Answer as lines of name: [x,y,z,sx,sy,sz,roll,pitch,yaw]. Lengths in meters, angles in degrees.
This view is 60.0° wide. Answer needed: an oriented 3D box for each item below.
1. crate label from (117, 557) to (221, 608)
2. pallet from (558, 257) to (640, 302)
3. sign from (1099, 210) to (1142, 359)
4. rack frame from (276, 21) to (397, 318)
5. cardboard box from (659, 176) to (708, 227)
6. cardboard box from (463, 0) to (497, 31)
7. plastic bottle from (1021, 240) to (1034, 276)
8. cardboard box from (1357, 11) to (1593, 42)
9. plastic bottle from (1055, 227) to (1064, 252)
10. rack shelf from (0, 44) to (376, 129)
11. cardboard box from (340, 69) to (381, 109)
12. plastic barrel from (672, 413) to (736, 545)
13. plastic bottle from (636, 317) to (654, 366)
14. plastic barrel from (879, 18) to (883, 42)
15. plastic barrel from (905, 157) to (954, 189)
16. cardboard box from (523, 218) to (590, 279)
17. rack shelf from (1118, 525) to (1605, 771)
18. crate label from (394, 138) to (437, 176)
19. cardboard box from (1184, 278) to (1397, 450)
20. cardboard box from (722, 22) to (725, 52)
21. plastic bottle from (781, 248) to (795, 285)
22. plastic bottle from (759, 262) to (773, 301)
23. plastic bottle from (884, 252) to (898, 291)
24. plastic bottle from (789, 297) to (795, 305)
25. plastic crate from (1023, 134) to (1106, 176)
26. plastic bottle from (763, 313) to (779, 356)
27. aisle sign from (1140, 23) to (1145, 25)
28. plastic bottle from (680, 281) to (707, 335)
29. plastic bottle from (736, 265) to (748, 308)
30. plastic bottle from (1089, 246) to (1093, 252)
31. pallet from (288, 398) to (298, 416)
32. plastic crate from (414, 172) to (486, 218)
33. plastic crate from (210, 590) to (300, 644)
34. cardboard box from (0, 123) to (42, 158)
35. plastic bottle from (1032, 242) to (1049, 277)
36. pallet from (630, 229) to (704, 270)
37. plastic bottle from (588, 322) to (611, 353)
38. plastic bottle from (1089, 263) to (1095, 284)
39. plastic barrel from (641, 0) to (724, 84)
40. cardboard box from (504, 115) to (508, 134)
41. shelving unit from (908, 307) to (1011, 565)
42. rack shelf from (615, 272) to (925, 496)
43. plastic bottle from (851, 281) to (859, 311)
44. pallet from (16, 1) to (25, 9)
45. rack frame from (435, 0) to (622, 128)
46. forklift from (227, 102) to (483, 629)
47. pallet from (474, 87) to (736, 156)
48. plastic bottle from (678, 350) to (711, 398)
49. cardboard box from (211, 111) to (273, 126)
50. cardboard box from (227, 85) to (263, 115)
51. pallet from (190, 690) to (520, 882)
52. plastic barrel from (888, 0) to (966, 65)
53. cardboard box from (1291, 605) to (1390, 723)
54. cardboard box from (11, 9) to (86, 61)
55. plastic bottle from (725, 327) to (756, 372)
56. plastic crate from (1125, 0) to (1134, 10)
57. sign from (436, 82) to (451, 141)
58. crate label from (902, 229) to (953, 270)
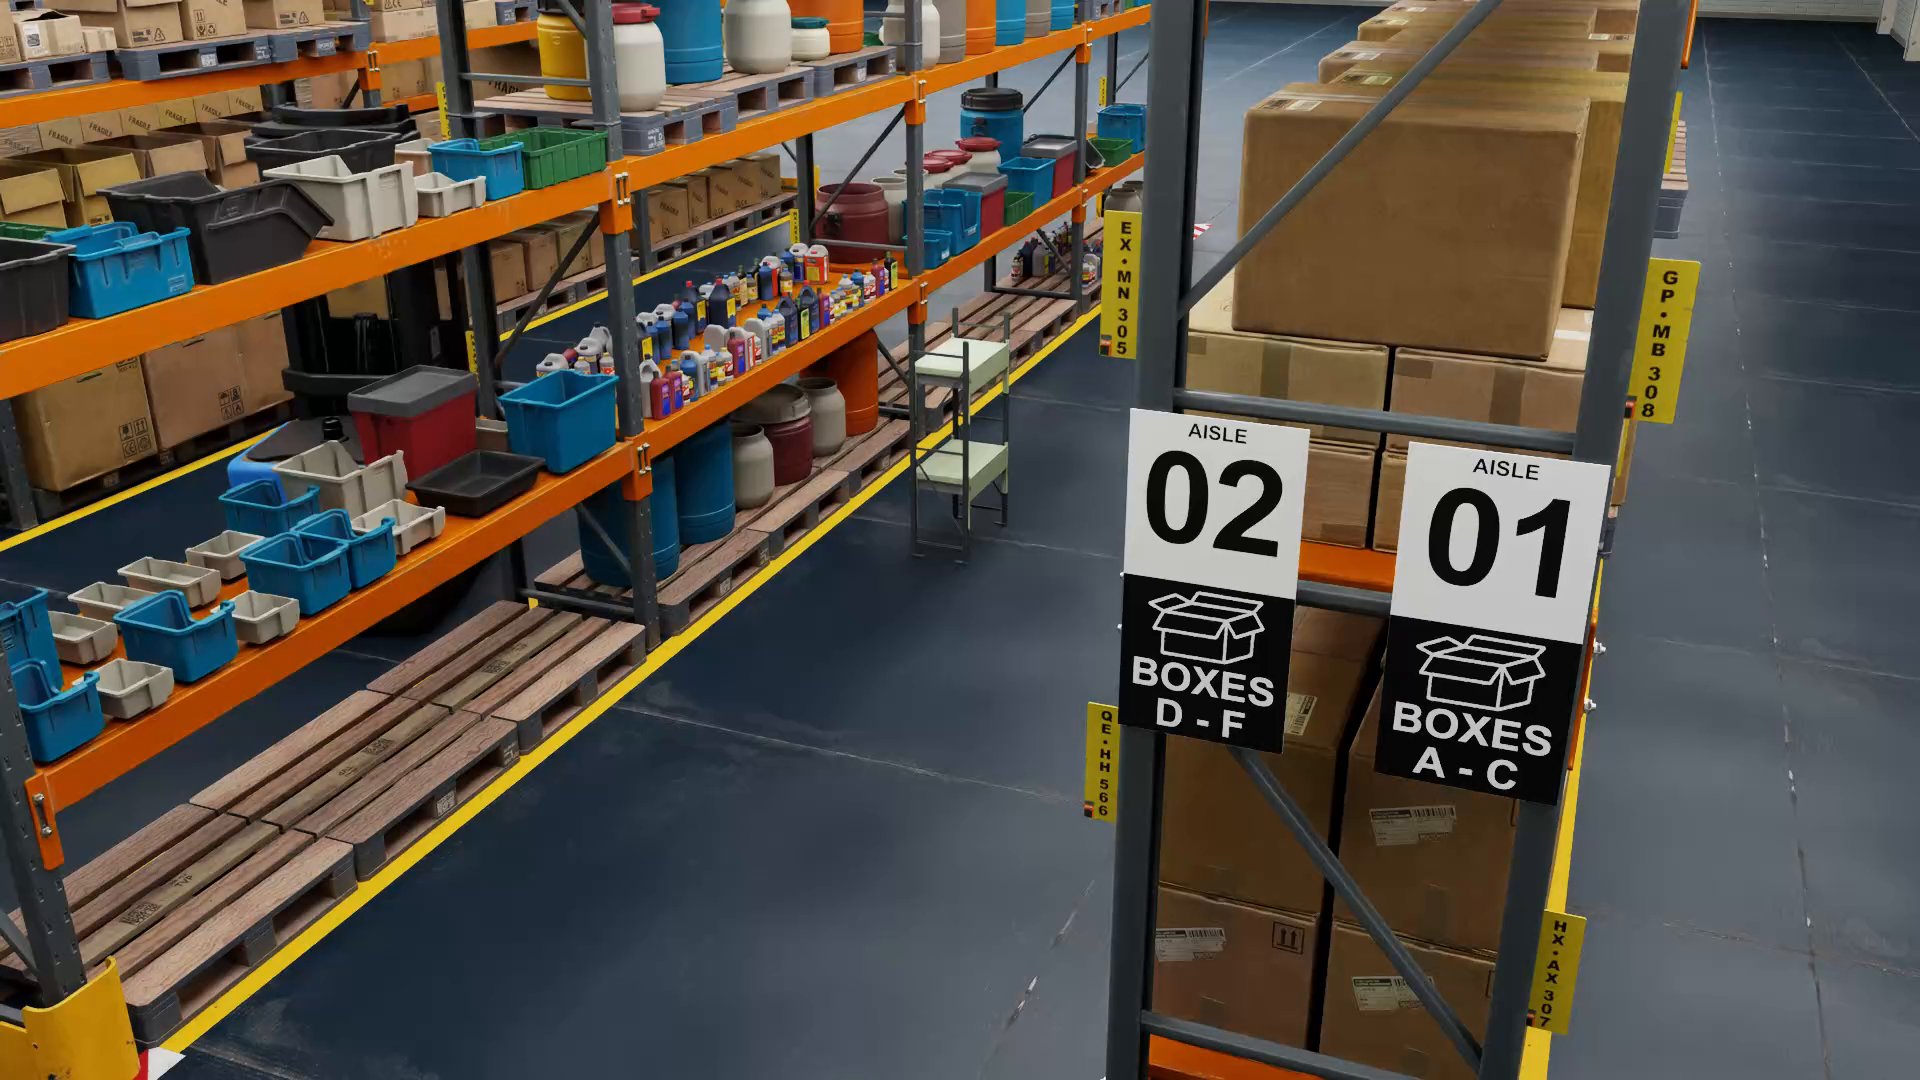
crate label: [-3.393,0.182,7.186,0.396,0.136,0.243,9,24,20]
pallet: [-4.159,-2.827,17.744,1.003,0.211,1.213,9,24,20]
sign: [0.360,-0.558,3.654,0.100,0.325,0.005,9,24,20]
rack frame: [-5.357,-2.961,14.447,1.000,3.000,0.127,9,24,20]
cardboard box: [-3.322,-4.010,19.656,0.500,0.500,0.500,7,24,15]
cardboard box: [-4.573,-4.777,15.097,0.500,0.250,0.500,9,24,21]
plastic bottle: [0.699,-2.936,17.253,0.144,0.351,0.185,8,24,19]
cardboard box: [1.711,-1.484,5.592,0.700,0.500,0.500,9,24,20]
plastic bottle: [1.086,-3.296,18.219,0.097,0.271,0.097,0,23,0]
rack shelf: [-6.099,-3.298,12.295,1.077,0.370,4.000,9,24,20]
cardboard box: [-7.819,-5.718,20.853,0.875,0.550,0.550,9,24,20]
plastic barrel: [-1.763,-0.492,10.713,0.600,0.901,0.708,9,24,20]
plastic bottle: [-2.004,-1.219,10.341,0.144,0.351,0.185,9,24,20]
plastic barrel: [-0.502,-4.061,13.368,0.301,0.262,0.301,0,23,0]
plastic barrel: [-0.264,-3.018,14.407,0.433,0.535,0.433,0,23,0]
cardboard box: [-4.313,-3.058,17.351,0.700,0.500,0.500,9,24,20]
rack shelf: [1.611,-0.447,5.469,1.077,0.370,4.000,9,24,20]
crate label: [-2.694,-1.949,8.475,0.293,0.136,0.466,9,24,20]
cardboard box: [0.822,-0.445,4.077,0.500,0.250,0.500,9,24,20]
cardboard box: [-2.922,-5.701,19.193,0.500,0.500,0.500,9,24,20]
plastic bottle: [-1.287,-2.047,12.425,0.097,0.271,0.097,0,23,0]
plastic bottle: [-1.403,-1.872,12.008,0.097,0.271,0.097,0,23,0]
plastic bottle: [-0.512,-1.992,12.280,0.061,0.283,0.133,9,24,20]
plastic bottle: [-1.111,-1.478,11.049,0.061,0.283,0.133,9,24,20]
plastic crate: [1.040,-3.824,16.594,0.767,0.338,0.504,9,24,20]
plastic bottle: [-1.220,-1.324,10.696,0.097,0.271,0.097,0,23,0]
aisle sign: [1.968,-6.382,19.265,0.394,0.787,0.004,9,24,20]
plastic bottle: [-1.797,-1.568,11.176,0.144,0.351,0.185,9,24,20]
plastic bottle: [-1.569,-1.800,11.819,0.061,0.283,0.133,9,24,20]
plastic bottle: [1.355,-2.926,17.333,0.097,0.271,0.097,0,23,0]
pallet: [-5.719,-1.403,14.335,1.003,0.211,1.213,9,24,20]
plastic crate: [-2.363,-1.573,7.576,0.293,0.136,0.466,9,24,20]
plastic crate: [-2.884,0.318,6.862,0.250,0.136,0.298,9,24,20]
cardboard box: [-9.507,-3.876,16.507,0.500,0.500,0.500,9,24,21]
plastic bottle: [0.833,-2.915,17.204,0.144,0.351,0.185,9,24,20]
pallet: [-3.654,-3.351,18.999,1.003,0.211,1.213,9,24,20]
plastic bottle: [-2.206,-1.174,10.232,0.144,0.351,0.185,9,24,20]
plastic bottle: [1.329,-2.719,16.928,0.097,0.201,0.097,0,23,0]
plastic barrel: [-1.752,-3.263,10.082,0.600,0.901,0.708,9,24,20]
cardboard box: [-4.429,-4.000,16.257,0.797,0.503,0.637,11,25,25]
shelving unit: [0.002,-0.694,10.967,0.431,1.500,0.755,9,24,20]
rack shelf: [-1.501,-1.204,11.175,1.077,0.370,4.000,9,24,20]
plastic bottle: [-0.766,-1.729,11.755,0.097,0.201,0.097,0,23,0]
pallet: [-9.322,-5.643,17.221,1.003,0.211,1.213,10,25,22]
rack frame: [-2.244,-3.589,8.167,1.000,3.000,0.127,9,24,20]
forklift: [-3.595,-1.353,10.687,1.130,2.935,3.031,2,23,4]
pallet: [-2.043,-2.412,9.486,1.213,0.211,1.003,9,24,20]
plastic bottle: [-1.582,-1.005,9.926,0.152,0.276,0.135,9,24,20]
cardboard box: [-5.643,-3.211,13.614,0.797,0.503,0.637,10,25,22]
cardboard box: [-8.384,-4.960,19.103,0.500,0.500,0.500,9,24,20]
pallet: [-2.933,1.173,8.168,1.003,0.211,1.213,9,24,20]
plastic barrel: [-0.251,-4.130,12.704,0.600,0.901,0.600,0,23,0]
cardboard box: [0.965,0.434,4.892,0.500,0.500,0.500,9,24,22]
cardboard box: [-6.351,-3.446,11.288,0.500,0.311,0.500,8,24,18]
plastic bottle: [-1.374,-1.206,10.406,0.152,0.276,0.135,9,24,20]
plastic crate: [1.567,-5.495,16.898,0.336,0.188,0.450,9,24,20]
sign: [-2.754,-2.288,8.933,0.100,0.325,0.005,9,24,20]
crate label: [-0.253,-2.272,13.015,0.303,0.233,0.416,9,24,20]
